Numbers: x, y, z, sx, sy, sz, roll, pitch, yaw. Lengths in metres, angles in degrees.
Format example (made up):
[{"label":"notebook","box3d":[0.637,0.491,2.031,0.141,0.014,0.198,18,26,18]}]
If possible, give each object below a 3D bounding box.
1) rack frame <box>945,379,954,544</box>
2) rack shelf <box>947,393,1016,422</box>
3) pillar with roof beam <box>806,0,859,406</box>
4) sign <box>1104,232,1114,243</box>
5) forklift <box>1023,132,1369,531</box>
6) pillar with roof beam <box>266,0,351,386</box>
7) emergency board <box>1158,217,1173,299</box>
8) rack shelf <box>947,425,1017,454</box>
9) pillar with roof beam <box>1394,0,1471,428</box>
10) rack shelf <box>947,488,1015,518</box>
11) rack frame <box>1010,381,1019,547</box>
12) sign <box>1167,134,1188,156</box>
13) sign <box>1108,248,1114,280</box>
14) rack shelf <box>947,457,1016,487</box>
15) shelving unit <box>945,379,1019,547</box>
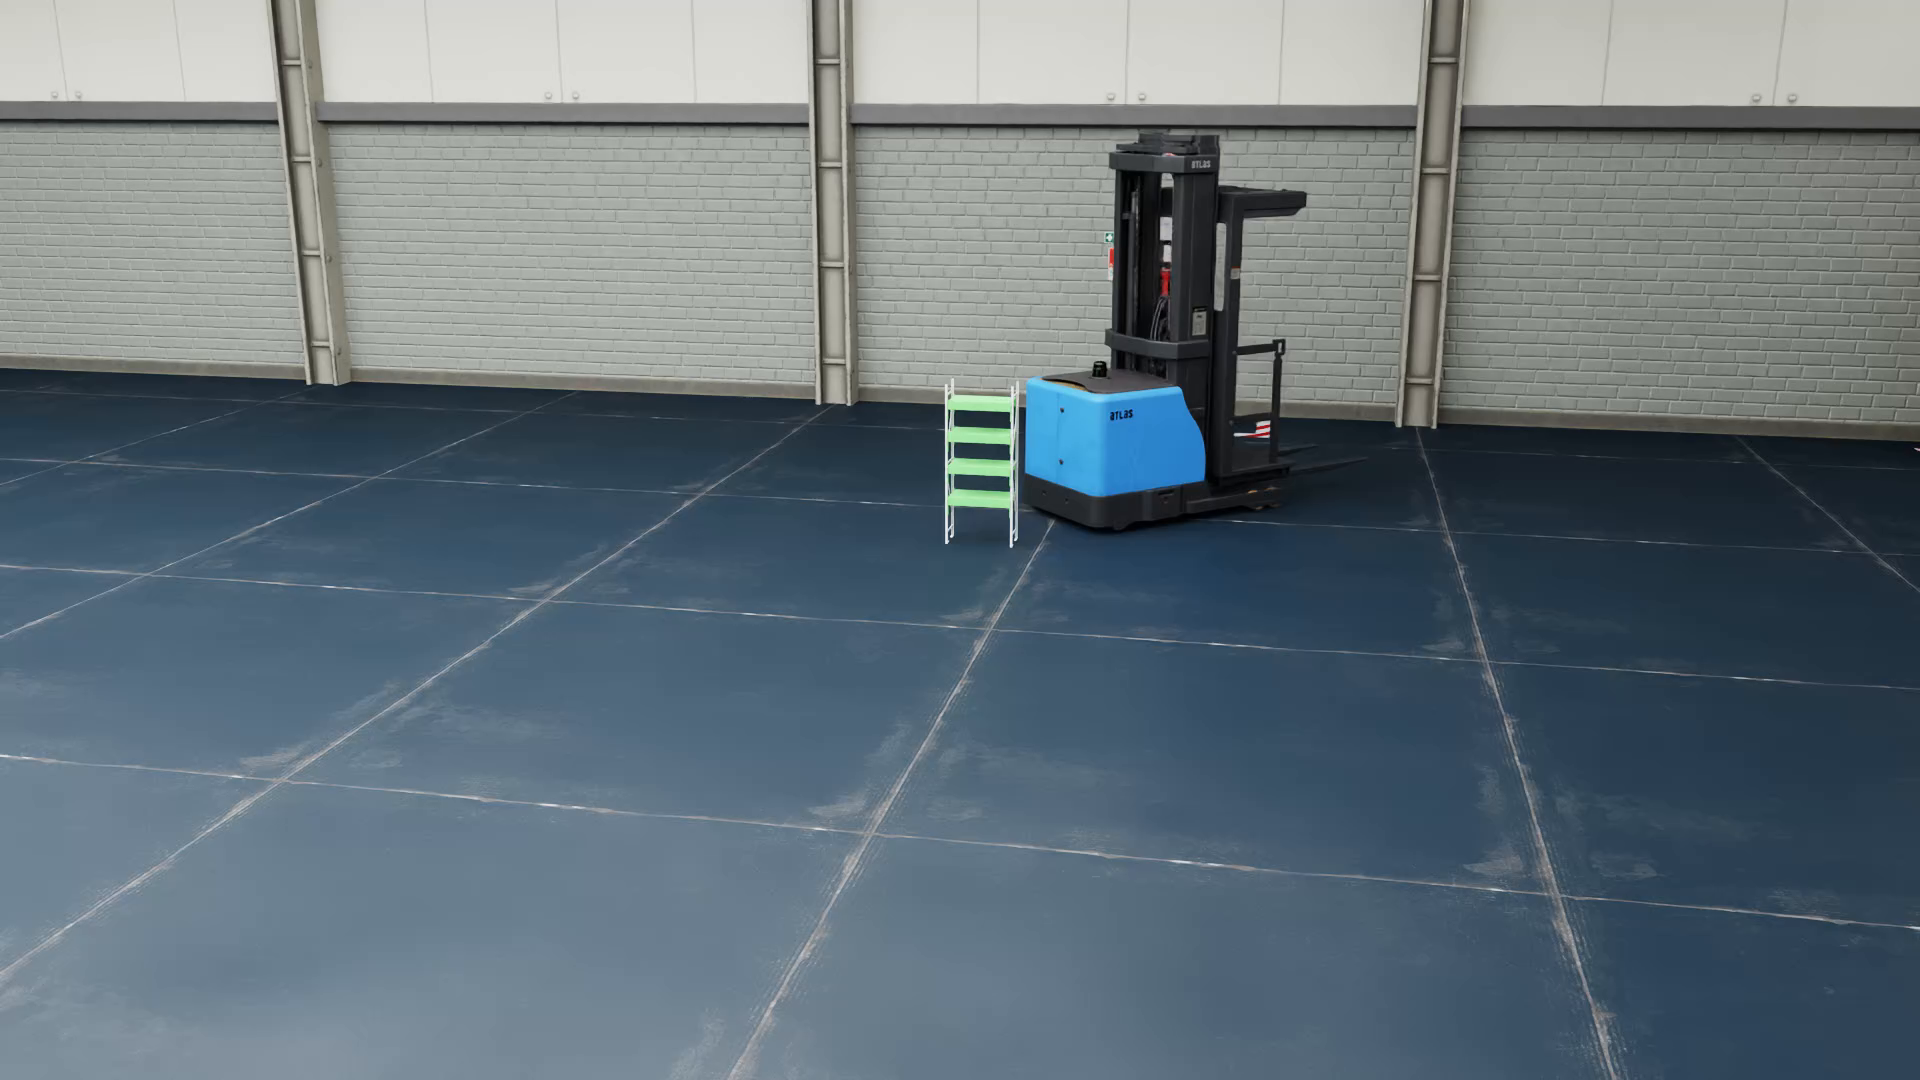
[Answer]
[{"label":"rack frame","box3d":[-0.077,-0.582,12.347,0.015,1.200,0.240,3,16,11]},{"label":"rack shelf","box3d":[0.162,-0.970,12.189,0.480,0.148,0.258,3,16,11]},{"label":"pillar with roof beam","box3d":[-2.172,-4.687,12.555,0.400,9.000,9.100,3,16,11]},{"label":"sign","box3d":[1.633,-3.071,16.898,0.331,0.109,0.001,3,16,11]},{"label":"forklift","box3d":[2.030,-1.757,13.345,3.031,2.935,1.130,-9,18,-31]},{"label":"pillar with roof beam","box3d":[-8.051,-5.006,13.707,0.400,9.000,9.100,3,16,11]},{"label":"emergency board","box3d":[2.152,-2.744,16.779,0.643,1.169,0.194,3,16,11]},{"label":"rack shelf","box3d":[0.162,-0.739,12.253,0.480,0.148,0.258,3,16,11]},{"label":"pillar with roof beam","box3d":[3.708,-4.368,11.402,0.400,9.000,9.100,3,16,11]},{"label":"rack shelf","box3d":[0.162,-0.277,12.381,0.480,0.148,0.258,3,16,11]},{"label":"rack frame","box3d":[0.401,-0.556,12.253,0.015,1.200,0.240,3,16,11]},{"label":"sign","box3d":[2.164,-3.888,16.566,0.199,0.298,0.001,3,16,11]},{"label":"sign","box3d":[1.631,-2.818,16.978,0.234,0.329,0.001,3,16,11]},{"label":"rack shelf","box3d":[0.162,-0.508,12.317,0.480,0.148,0.258,3,16,11]},{"label":"shelving unit","box3d":[0.162,-0.569,12.300,0.503,1.200,0.258,3,16,11]}]
